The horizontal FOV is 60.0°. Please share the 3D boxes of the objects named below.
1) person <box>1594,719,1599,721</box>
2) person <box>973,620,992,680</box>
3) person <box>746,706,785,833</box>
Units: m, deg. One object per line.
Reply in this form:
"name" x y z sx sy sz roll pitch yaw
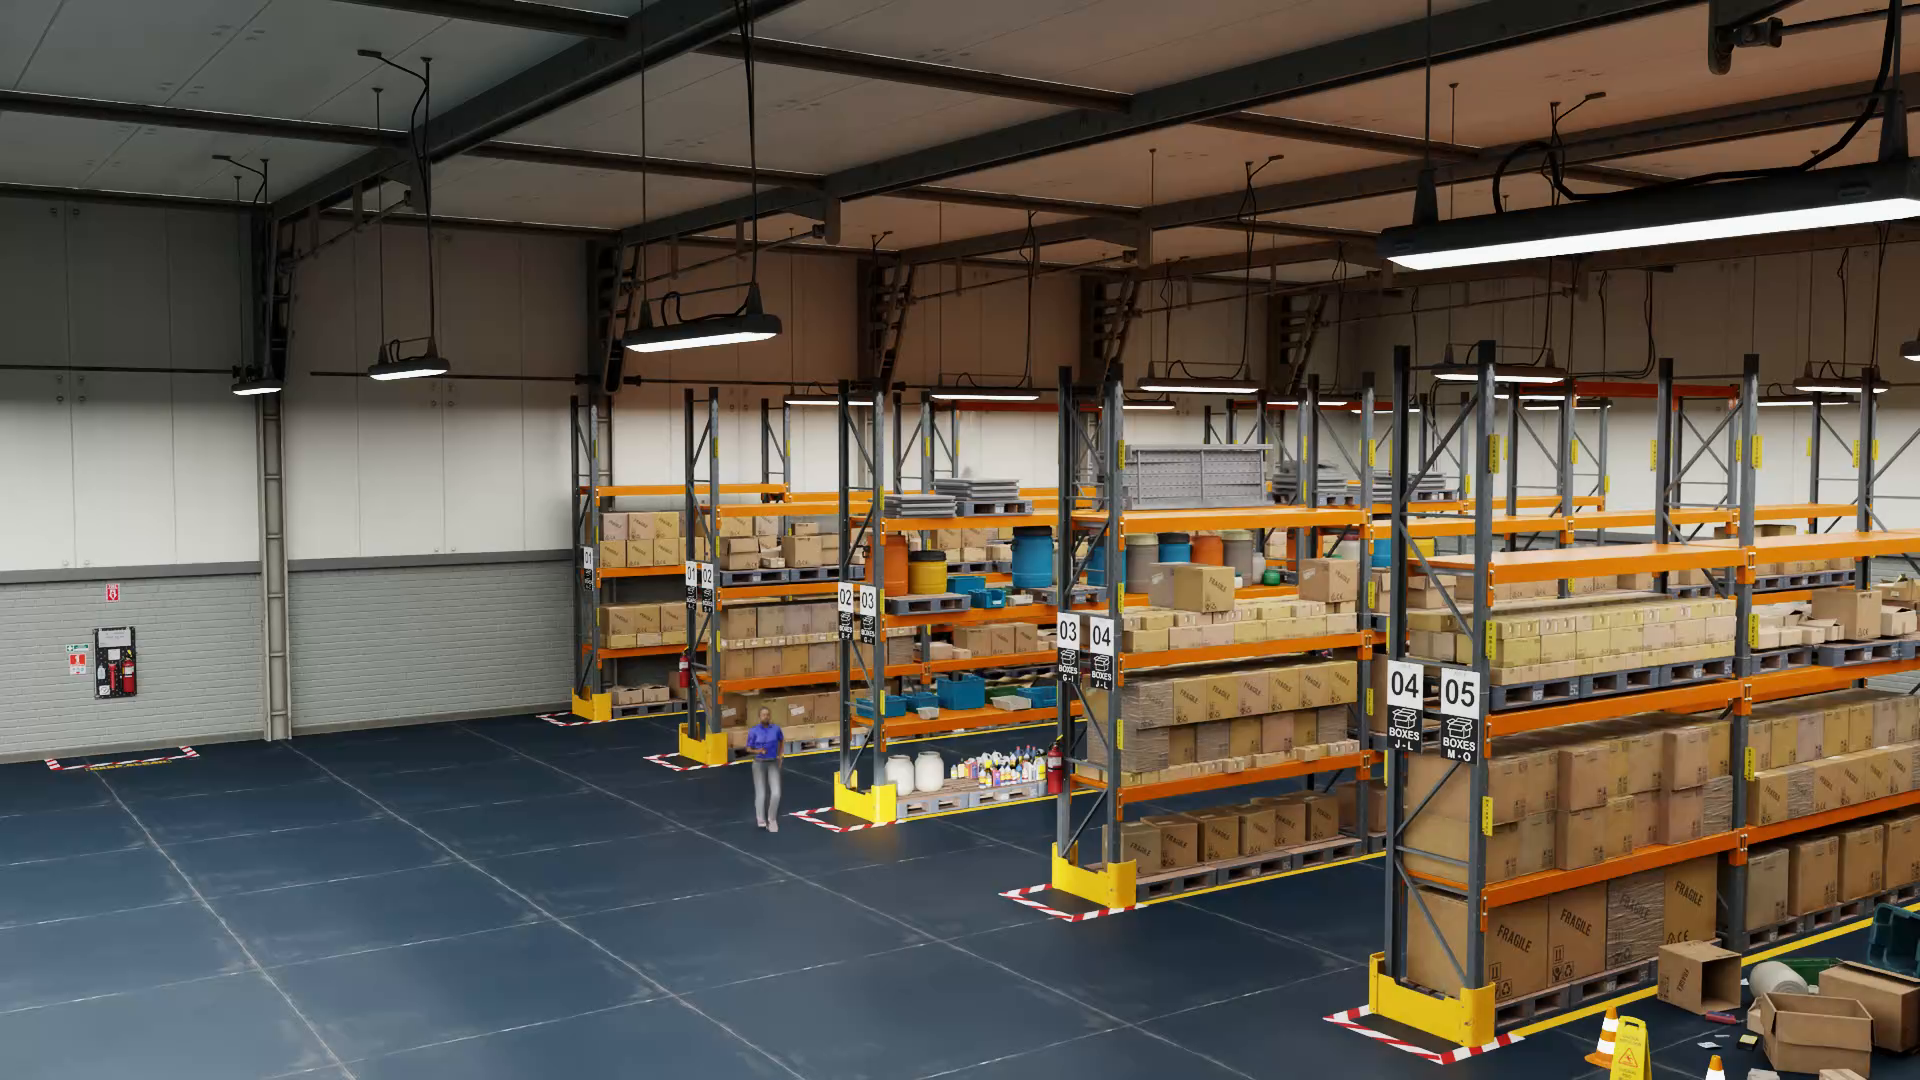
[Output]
"person" 7.825 3.037 20.790 0.535 1.746 0.728 -3 5 -44
"person" 0.408 2.335 33.109 0.941 1.632 0.607 -3 4 -40
"person" -2.537 3.032 21.886 0.554 1.680 0.664 -1 4 -16
